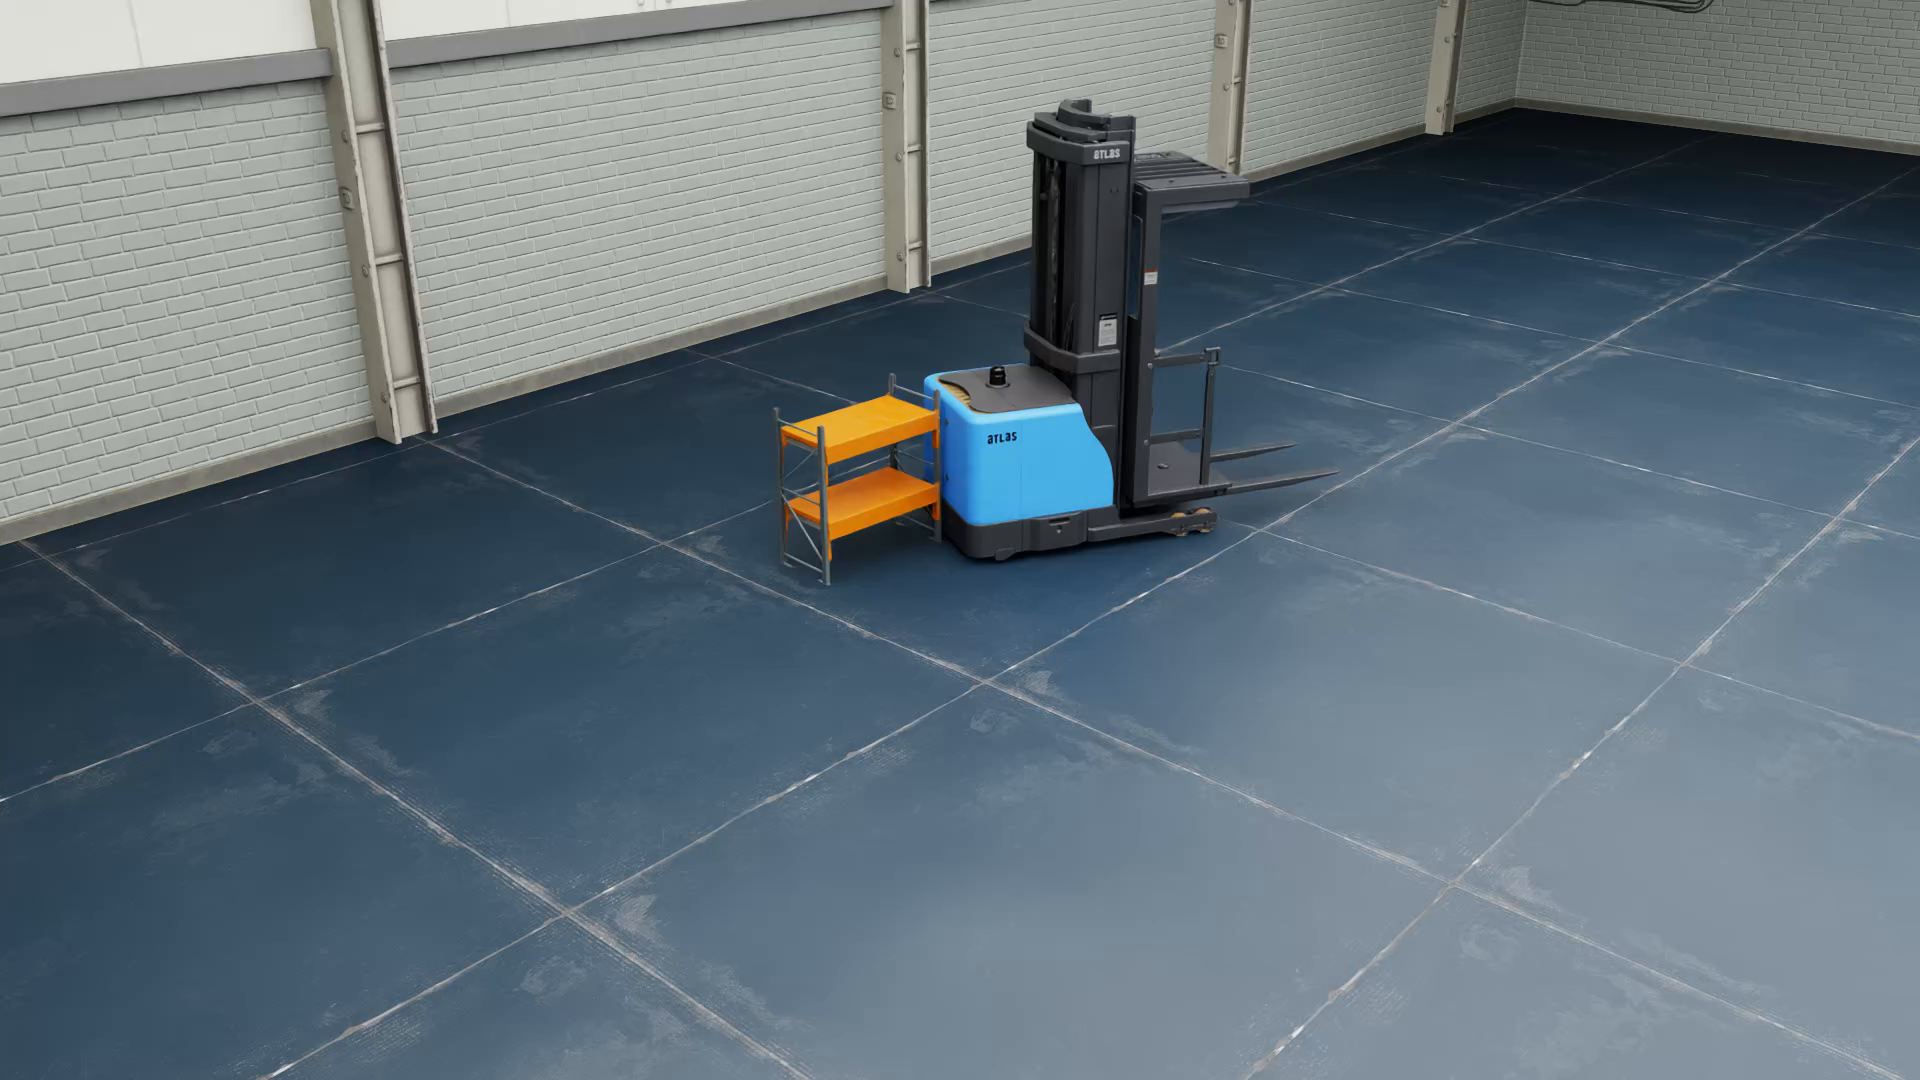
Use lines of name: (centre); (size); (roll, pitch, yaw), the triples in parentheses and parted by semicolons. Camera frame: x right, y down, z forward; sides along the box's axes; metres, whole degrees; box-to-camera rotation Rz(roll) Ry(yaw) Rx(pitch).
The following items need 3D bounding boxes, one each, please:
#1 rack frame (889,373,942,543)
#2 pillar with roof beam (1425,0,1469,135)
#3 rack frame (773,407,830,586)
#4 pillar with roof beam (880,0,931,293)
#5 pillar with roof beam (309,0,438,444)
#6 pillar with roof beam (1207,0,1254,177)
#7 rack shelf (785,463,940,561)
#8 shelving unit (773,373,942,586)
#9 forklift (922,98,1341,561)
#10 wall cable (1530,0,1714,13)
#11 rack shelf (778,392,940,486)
rack frame: (-0.314, -0.571, 11.648); (0.032, 1.125, 0.500); (-21, 32, -39)
pillar with roof beam: (10.663, -9.293, 21.478); (9.100, 9.000, 0.400); (20, 31, 38)
rack frame: (-1.048, -0.283, 11.007); (0.032, 1.125, 0.500); (-21, 32, -39)
pillar with roof beam: (2.654, -5.637, 13.324); (9.100, 9.000, 0.400); (20, 31, 38)
pillar with roof beam: (-1.351, -3.809, 9.247); (9.100, 9.000, 0.400); (20, 31, 38)
pillar with roof beam: (6.658, -7.465, 17.401); (9.100, 9.000, 0.400); (20, 31, 38)
rack shelf: (-0.681, -0.204, 11.427); (1.000, 0.278, 0.538); (-21, 32, -39)
shelving unit: (-0.681, -0.427, 11.327); (1.048, 1.125, 0.538); (-21, 32, -39)
forklift: (1.301, -1.556, 11.637); (3.031, 2.935, 1.130); (-9, 26, -19)
wall cable: (10.408, -9.589, 25.932); (3.097, 2.526, 0.112); (20, 31, 38)
rack shelf: (-0.681, -0.694, 11.208); (1.000, 0.278, 0.538); (-21, 32, -39)
